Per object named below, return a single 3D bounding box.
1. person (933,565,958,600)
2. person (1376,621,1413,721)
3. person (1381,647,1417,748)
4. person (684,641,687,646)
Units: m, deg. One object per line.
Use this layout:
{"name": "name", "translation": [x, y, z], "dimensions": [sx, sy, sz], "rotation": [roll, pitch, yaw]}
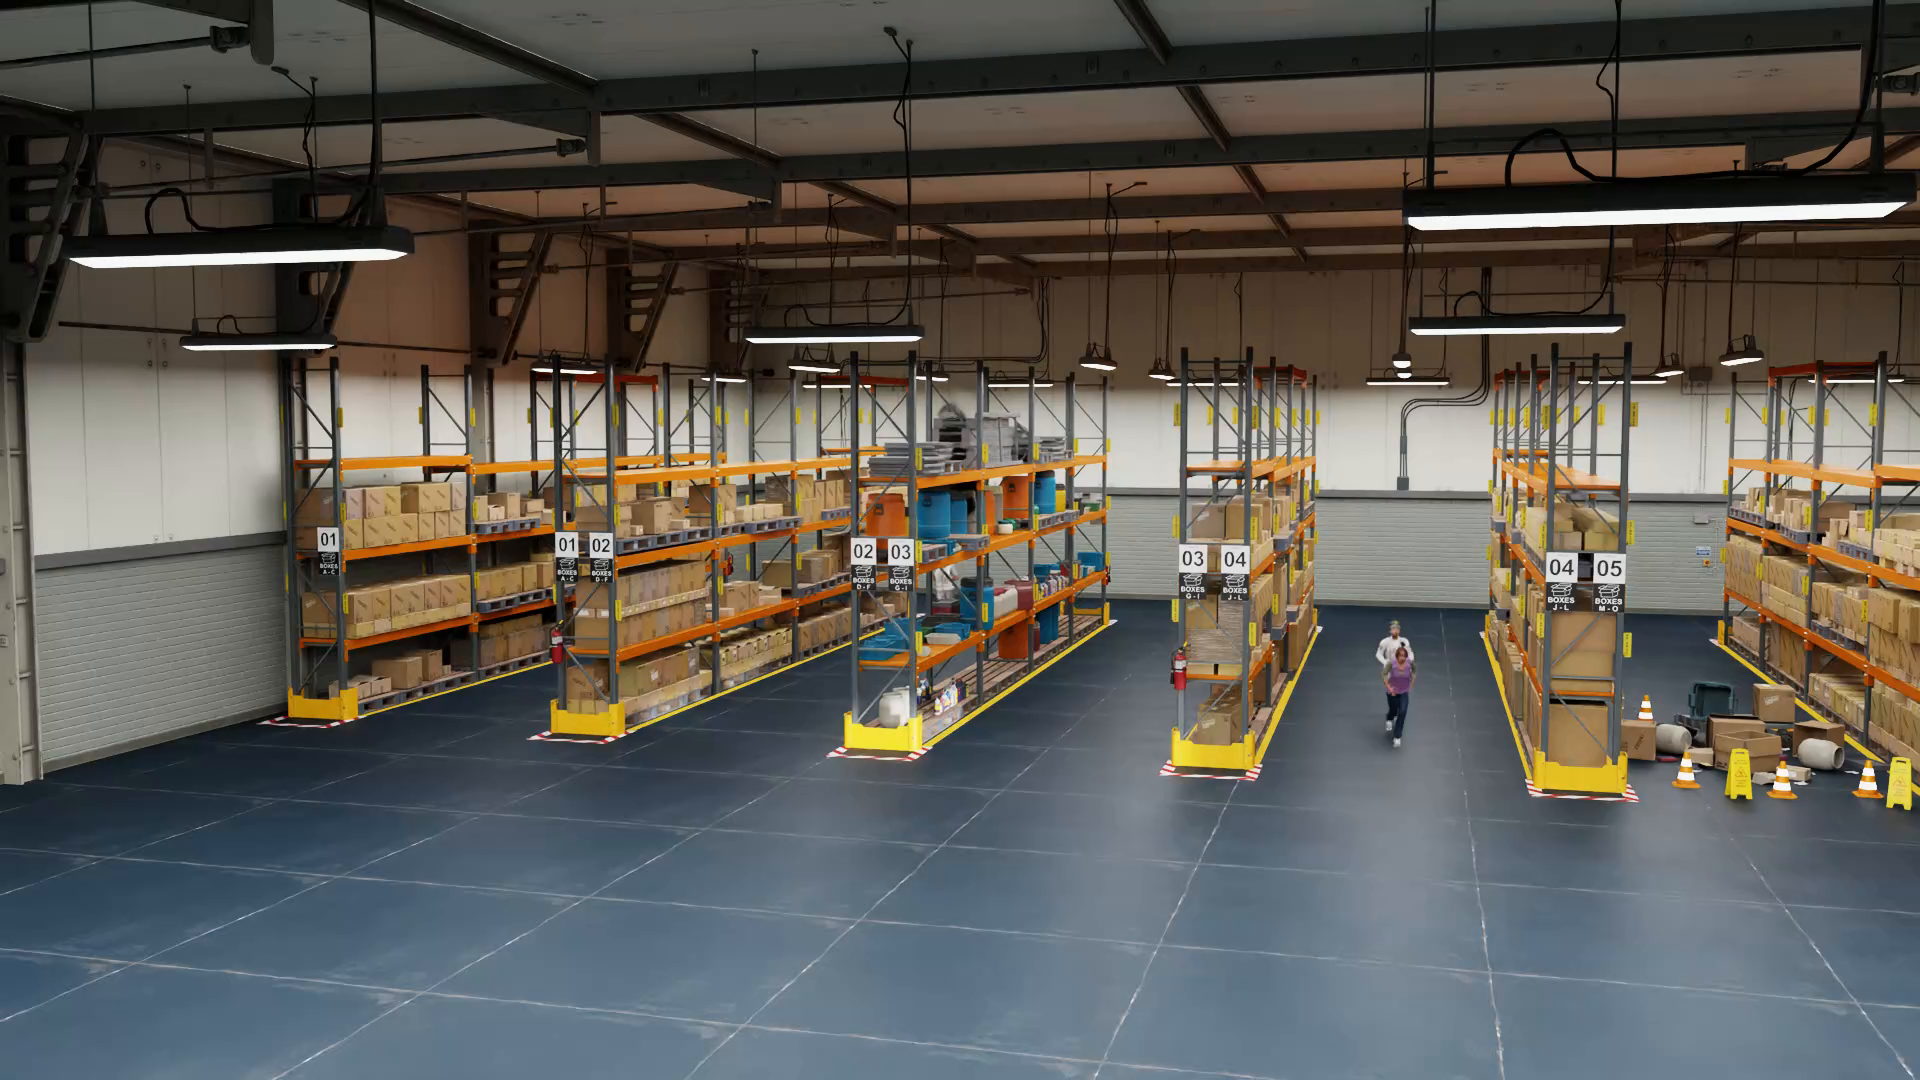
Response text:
{"name": "person", "translation": [-0.370, 1.211, 39.500], "dimensions": [0.686, 1.796, 0.885], "rotation": [1, 4, 14]}
{"name": "person", "translation": [7.223, 2.161, 27.615], "dimensions": [0.616, 1.659, 0.530], "rotation": [1, 4, 9]}
{"name": "person", "translation": [6.738, 2.375, 25.661], "dimensions": [0.559, 1.549, 0.895], "rotation": [0, 4, -1]}
{"name": "person", "translation": [-5.717, 1.673, 33.990], "dimensions": [0.561, 1.667, 0.573], "rotation": [1, 4, 11]}
